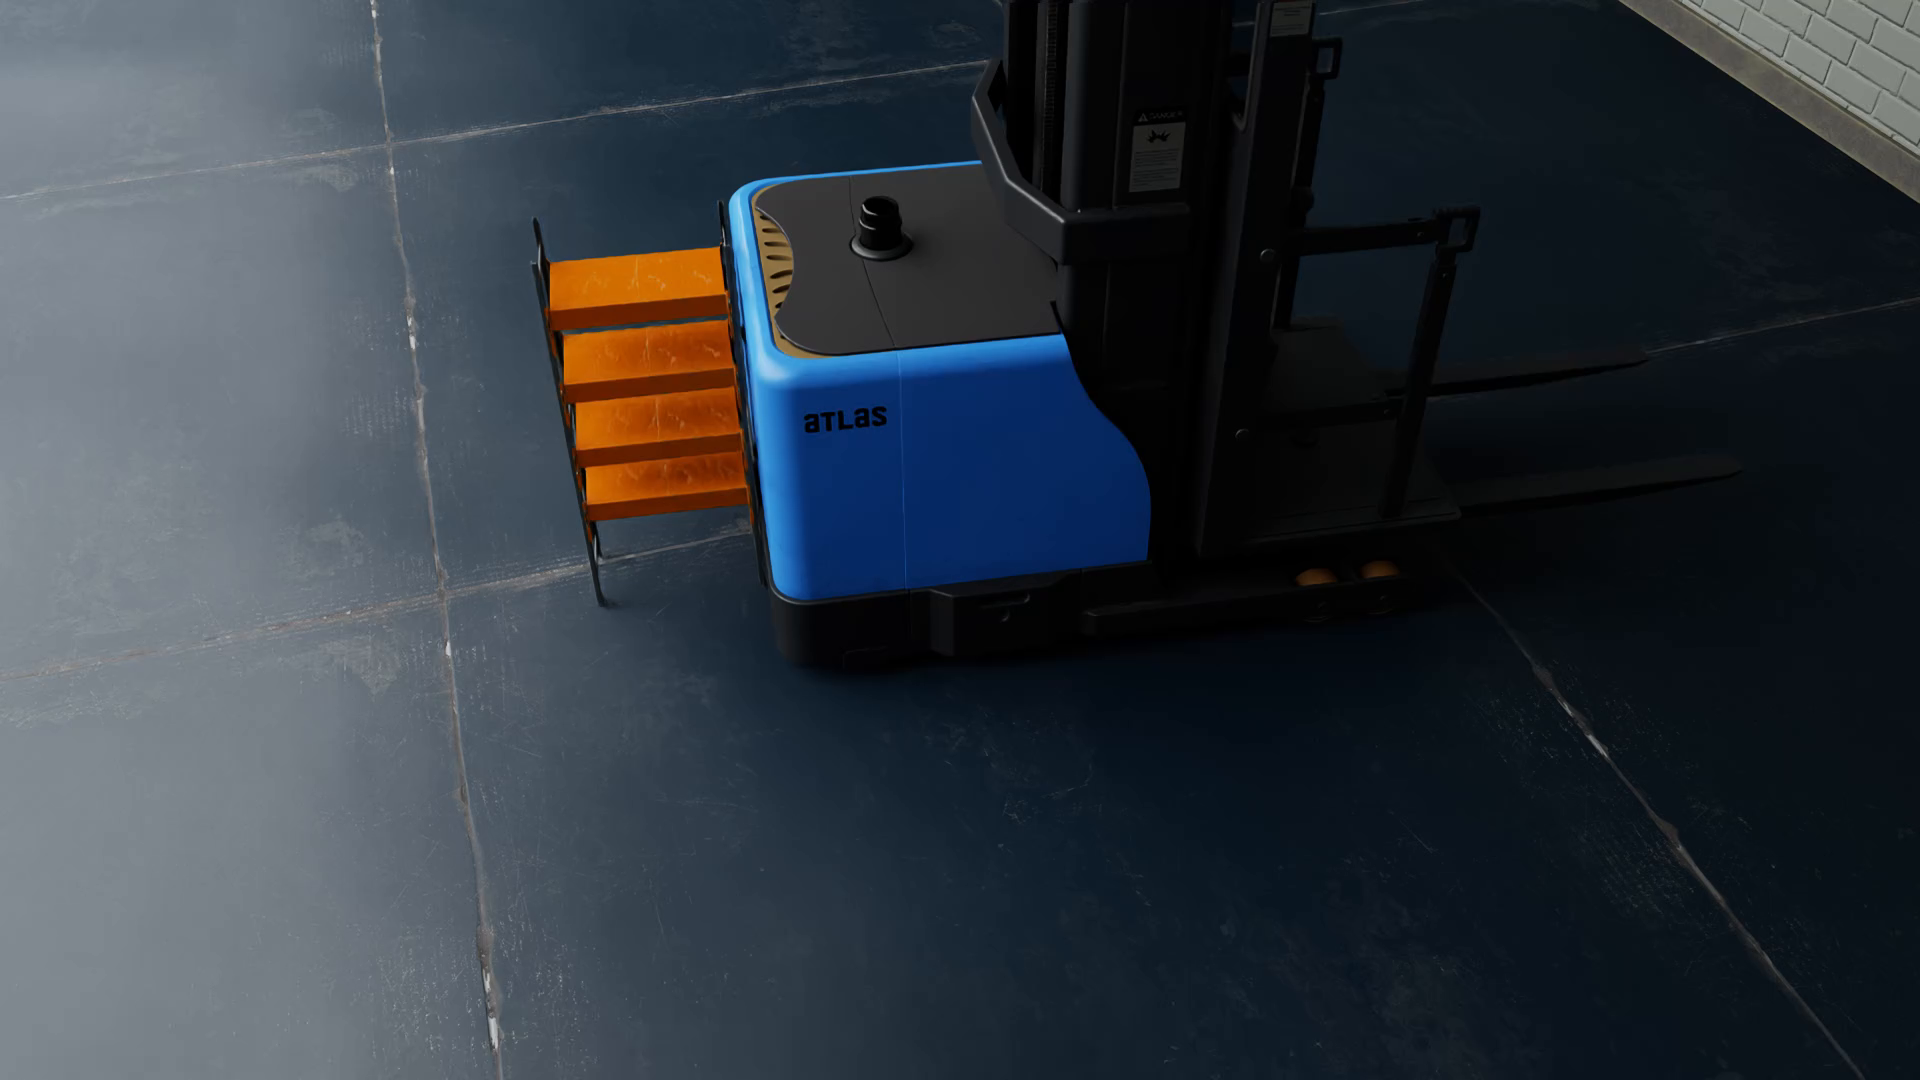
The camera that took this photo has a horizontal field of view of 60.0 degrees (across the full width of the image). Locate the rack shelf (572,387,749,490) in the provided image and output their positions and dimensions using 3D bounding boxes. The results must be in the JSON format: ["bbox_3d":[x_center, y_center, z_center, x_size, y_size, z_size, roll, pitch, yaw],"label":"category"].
[{"bbox_3d":[-0.865,-0.306,4.790,0.480,0.148,0.258,-7,42,-8],"label":"rack shelf"}]

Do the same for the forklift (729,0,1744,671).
[{"bbox_3d":[0.887,-1.195,4.390,3.031,2.935,1.130,-7,42,-8],"label":"forklift"}]

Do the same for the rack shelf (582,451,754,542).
[{"bbox_3d":[-0.865,-0.156,4.921,0.480,0.148,0.258,-7,42,-8],"label":"rack shelf"}]

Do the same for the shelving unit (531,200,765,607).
[{"bbox_3d":[-0.865,-0.356,4.746,0.503,1.200,0.258,-7,42,-8],"label":"shelving unit"}]

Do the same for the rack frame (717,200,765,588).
[{"bbox_3d":[-0.624,-0.384,4.778,0.015,1.200,0.240,-7,42,-8],"label":"rack frame"}]

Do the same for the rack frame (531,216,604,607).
[{"bbox_3d":[-1.105,-0.328,4.713,0.015,1.200,0.240,-7,42,-8],"label":"rack frame"}]

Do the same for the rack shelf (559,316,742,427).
[{"bbox_3d":[-0.865,-0.474,4.643,0.480,0.148,0.258,-7,42,-8],"label":"rack shelf"}]

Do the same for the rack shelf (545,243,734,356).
[{"bbox_3d":[-0.865,-0.652,4.487,0.480,0.148,0.258,-7,42,-8],"label":"rack shelf"}]
